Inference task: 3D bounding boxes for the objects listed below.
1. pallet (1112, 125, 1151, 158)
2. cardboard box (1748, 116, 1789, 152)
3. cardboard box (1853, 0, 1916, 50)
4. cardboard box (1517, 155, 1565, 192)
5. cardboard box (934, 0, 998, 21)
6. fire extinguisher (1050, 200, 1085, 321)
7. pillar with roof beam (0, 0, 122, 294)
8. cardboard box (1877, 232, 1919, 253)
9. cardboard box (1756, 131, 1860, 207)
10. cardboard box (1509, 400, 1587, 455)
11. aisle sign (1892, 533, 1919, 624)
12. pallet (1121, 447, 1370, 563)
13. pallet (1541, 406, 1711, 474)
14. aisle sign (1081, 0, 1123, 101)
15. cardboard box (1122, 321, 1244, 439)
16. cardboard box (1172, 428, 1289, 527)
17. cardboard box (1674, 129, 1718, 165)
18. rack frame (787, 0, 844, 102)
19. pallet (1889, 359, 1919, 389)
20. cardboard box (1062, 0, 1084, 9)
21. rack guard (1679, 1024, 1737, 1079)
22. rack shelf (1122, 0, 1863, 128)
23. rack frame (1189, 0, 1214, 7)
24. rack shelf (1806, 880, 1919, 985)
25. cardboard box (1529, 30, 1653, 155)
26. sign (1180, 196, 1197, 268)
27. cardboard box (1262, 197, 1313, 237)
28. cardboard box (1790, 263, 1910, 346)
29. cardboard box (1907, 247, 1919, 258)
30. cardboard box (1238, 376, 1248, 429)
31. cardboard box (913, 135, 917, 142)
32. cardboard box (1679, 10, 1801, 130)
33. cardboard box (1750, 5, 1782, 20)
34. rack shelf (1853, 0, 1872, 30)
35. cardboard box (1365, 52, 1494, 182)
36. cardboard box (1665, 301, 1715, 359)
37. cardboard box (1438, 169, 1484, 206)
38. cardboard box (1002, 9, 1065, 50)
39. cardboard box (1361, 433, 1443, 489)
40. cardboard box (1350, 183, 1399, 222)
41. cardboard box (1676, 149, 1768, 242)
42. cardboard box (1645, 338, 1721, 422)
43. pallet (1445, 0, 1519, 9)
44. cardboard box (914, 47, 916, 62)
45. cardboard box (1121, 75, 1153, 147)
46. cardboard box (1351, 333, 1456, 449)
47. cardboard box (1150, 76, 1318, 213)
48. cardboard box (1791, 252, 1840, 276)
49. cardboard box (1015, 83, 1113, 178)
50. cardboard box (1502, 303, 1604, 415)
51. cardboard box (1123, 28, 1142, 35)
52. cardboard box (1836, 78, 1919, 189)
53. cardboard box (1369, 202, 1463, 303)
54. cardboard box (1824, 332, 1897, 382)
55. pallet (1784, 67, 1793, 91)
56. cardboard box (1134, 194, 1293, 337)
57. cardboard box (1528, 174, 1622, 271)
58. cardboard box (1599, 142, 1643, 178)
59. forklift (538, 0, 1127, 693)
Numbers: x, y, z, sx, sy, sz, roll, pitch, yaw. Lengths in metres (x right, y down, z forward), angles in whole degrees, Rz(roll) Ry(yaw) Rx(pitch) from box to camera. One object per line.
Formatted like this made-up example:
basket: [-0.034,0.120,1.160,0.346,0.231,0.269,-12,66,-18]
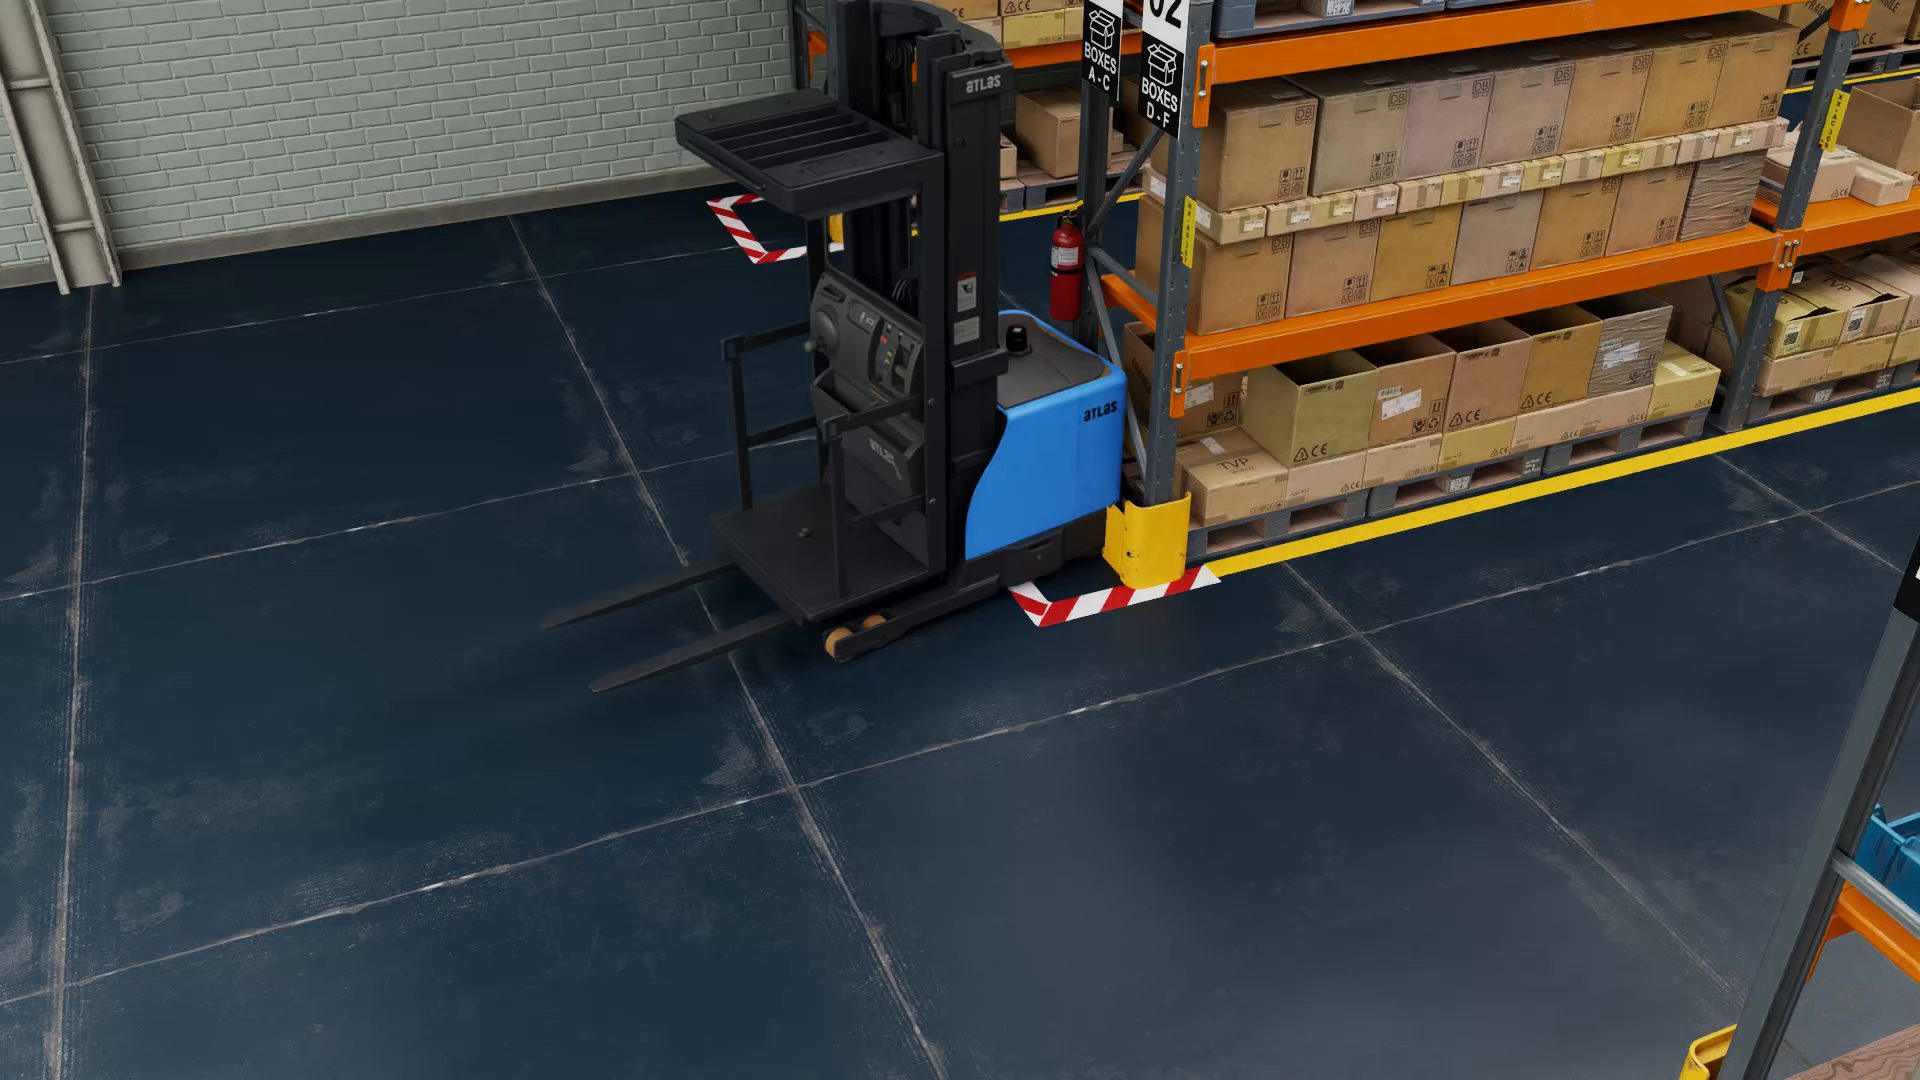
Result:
pallet: [2.018,-3.327,14.087,1.213,0.211,1.003,-13,35,-19]
cardboard box: [4.377,-2.313,9.287,0.250,0.149,0.380,-13,35,-19]
cardboard box: [8.632,-5.227,16.037,0.750,0.750,0.750,-12,35,-17]
cardboard box: [2.962,-1.989,8.787,0.250,0.149,0.380,-12,35,-17]
cardboard box: [-0.049,-4.119,12.180,0.500,0.500,0.500,-13,35,-19]
fire extinguisher: [0.568,-1.496,8.788,0.183,0.674,0.296,-13,35,-19]
pillar with roof beam: [-4.620,-3.476,6.259,0.400,9.000,9.100,-13,35,-19]
cardboard box: [6.210,-1.974,11.074,0.500,0.311,0.500,-13,35,-20]
cardboard box: [4.982,-2.228,9.979,0.500,0.250,0.500,-11,35,-16]
cardboard box: [3.281,-0.767,9.732,0.500,0.250,0.500,-13,35,-19]
aisle sign: [2.589,-0.052,4.115,0.004,0.787,0.394,-13,35,-19]
pallet: [1.545,-0.334,9.488,1.213,0.211,1.003,-13,35,-19]
pallet: [3.795,-0.849,10.279,1.213,0.211,1.003,-13,35,-19]
aisle sign: [0.682,-2.544,7.943,0.004,0.787,0.394,-13,35,-19]
cardboard box: [1.236,-0.921,9.281,0.500,0.500,0.500,-13,35,-19]
cardboard box: [1.437,-0.345,9.084,0.500,0.250,0.500,-13,35,-19]
cardboard box: [3.907,-2.206,9.121,0.250,0.149,0.380,-14,36,-20]
rack frame: [-1.065,-3.810,12.274,0.127,3.000,1.000,-13,35,-19]
pallet: [6.335,-1.431,11.173,1.213,0.211,1.003,-13,35,-19]
cardboard box: [0.902,-4.340,12.520,0.500,0.500,0.500,-12,35,-17]
rack guard: [2.822,2.179,5.360,0.348,0.500,1.175,-13,35,-19]
rack shelf: [2.700,-2.698,8.474,4.000,0.370,1.077,-13,35,-19]
rack frame: [0.856,-3.835,6.811,0.127,3.000,1.000,-13,35,-19]
rack shelf: [4.615,1.051,5.462,4.000,0.370,1.077,-13,35,-19]
cardboard box: [3.210,-2.441,8.888,0.500,0.500,0.700,-13,35,-19]
sign: [1.066,-1.436,7.758,0.005,0.325,0.100,-13,35,-19]
cardboard box: [1.544,-1.666,8.291,0.250,0.149,0.380,-14,36,-20]
cardboard box: [5.486,-1.488,10.327,0.500,0.311,0.500,-13,35,-19]
cardboard box: [6.439,-1.711,10.668,0.500,0.311,0.500,-12,35,-18]
cardboard box: [1.693,-0.717,9.656,0.500,0.250,0.500,-13,35,-19]
cardboard box: [-0.392,-2.969,13.042,0.500,0.311,0.500,-17,37,-24]
cardboard box: [4.138,-2.654,9.215,0.500,0.500,0.700,-13,35,-19]
cardboard box: [7.040,-4.864,15.479,0.750,0.750,0.750,-13,35,-20]
rack shelf: [6.389,-3.543,9.772,4.000,0.370,1.077,-13,35,-19]
cardboard box: [2.288,-2.230,8.563,0.500,0.500,0.700,-13,35,-19]
cardboard box: [4.815,-1.422,10.739,0.500,0.250,0.500,-13,35,-19]
cardboard box: [2.488,-1.882,8.623,0.250,0.149,0.380,-13,35,-20]
cardboard box: [0.453,-3.921,12.562,0.500,0.250,0.500,-13,35,-20]
cardboard box: [2.358,-0.558,9.411,0.500,0.250,0.500,-13,35,-19]
cardboard box: [2.008,-1.770,8.451,0.250,0.149,0.380,-13,35,-20]
cardboard box: [4.138,-2.110,9.568,0.500,0.500,0.700,-14,36,-20]
cardboard box: [4.202,-0.980,10.061,0.500,0.250,0.500,-13,35,-19]
pallet: [2.645,-2.936,8.261,1.213,0.211,1.003,-13,35,-19]
cardboard box: [-0.492,-3.699,12.222,0.500,0.250,0.500,-14,36,-20]
cardboard box: [1.682,-3.552,13.766,0.500,0.500,0.500,-16,36,-22]
cardboard box: [2.353,-0.878,9.216,0.500,0.500,0.500,-13,35,-19]
cardboard box: [1.341,-2.009,8.224,0.500,0.500,0.700,-13,35,-19]
cardboard box: [5.284,-1.766,10.754,0.500,0.311,0.500,-12,35,-18]
cardboard box: [0.829,-3.298,13.375,0.500,0.500,0.700,-15,36,-22]
cardboard box: [3.277,-1.088,9.538,0.500,0.500,0.500,-13,35,-19]
cardboard box: [1.384,-4.133,12.889,0.500,0.250,0.500,-13,35,-19]
cardboard box: [5.745,-2.472,10.125,0.500,0.500,0.500,-10,34,-16]
cardboard box: [2.234,-1.669,8.892,0.500,0.500,0.700,-13,35,-19]
cardboard box: [5.484,-1.256,10.484,0.500,0.250,0.500,-12,35,-18]
pallet: [7.068,-4.459,15.828,1.213,0.211,1.003,-13,35,-19]
cardboard box: [1.292,-1.454,8.561,0.500,0.500,0.700,-13,35,-19]
cardboard box: [3.190,-1.891,9.233,0.500,0.500,0.700,-12,35,-18]
cardboard box: [3.438,-2.099,8.958,0.250,0.149,0.380,-13,35,-19]
forklift: [-0.629,-0.954,7.947,3.031,2.935,1.130,-20,38,-28]
